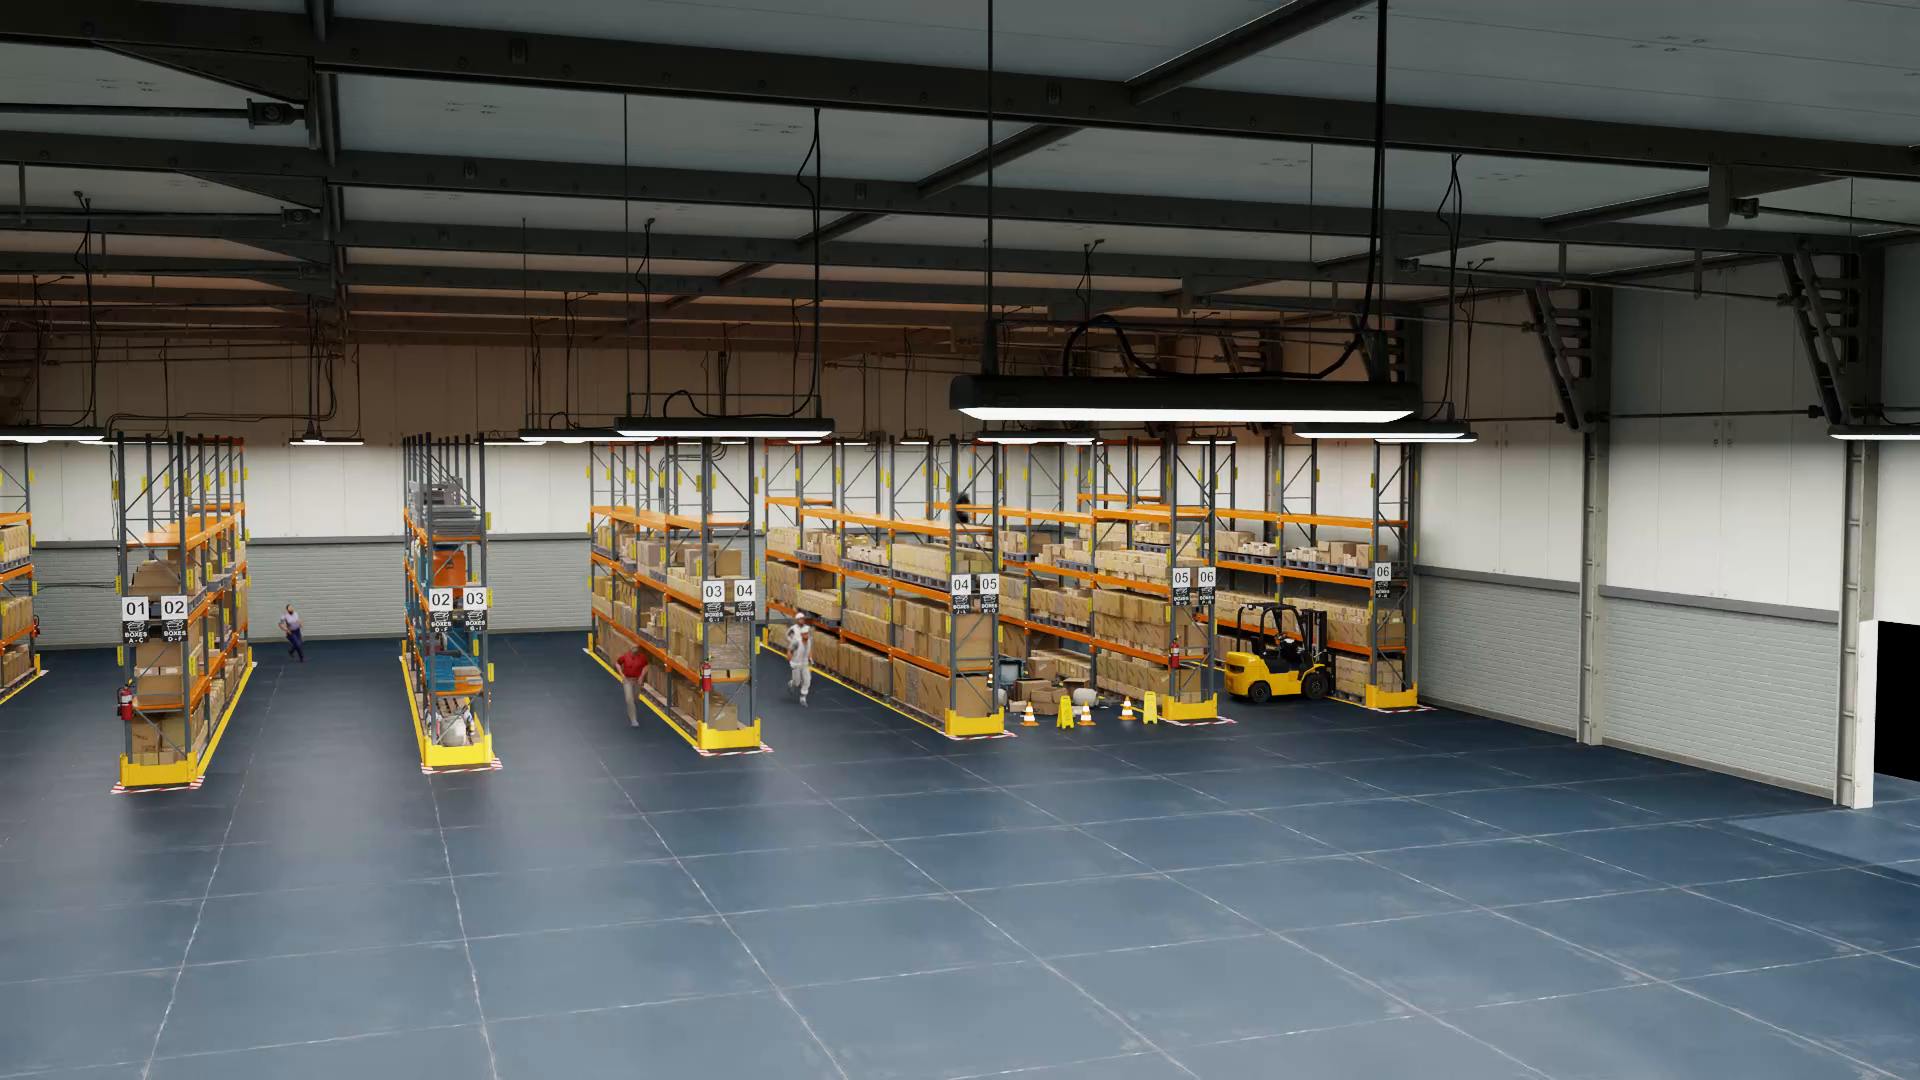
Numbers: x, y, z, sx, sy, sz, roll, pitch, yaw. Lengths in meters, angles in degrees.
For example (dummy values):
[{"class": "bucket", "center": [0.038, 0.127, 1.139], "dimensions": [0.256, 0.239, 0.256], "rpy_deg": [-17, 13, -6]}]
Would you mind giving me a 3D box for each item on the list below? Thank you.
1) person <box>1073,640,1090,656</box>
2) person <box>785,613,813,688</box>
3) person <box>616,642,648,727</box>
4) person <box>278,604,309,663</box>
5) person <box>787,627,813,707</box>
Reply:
[{"class": "person", "center": [3.204, 2.403, 44.391], "dimensions": [0.718, 1.737, 0.577], "rpy_deg": [-1, 3, -20]}, {"class": "person", "center": [-3.854, 2.638, 40.045], "dimensions": [0.662, 1.770, 0.868], "rpy_deg": [-1, 3, -23]}, {"class": "person", "center": [-6.804, 2.953, 34.513], "dimensions": [0.668, 1.721, 0.983], "rpy_deg": [-1, 3, -19]}, {"class": "person", "center": [-17.843, 2.493, 44.324], "dimensions": [0.792, 1.591, 0.663], "rpy_deg": [2, 4, 29]}, {"class": "person", "center": [-3.578, 2.813, 37.106], "dimensions": [0.662, 1.759, 0.895], "rpy_deg": [-2, 4, -33]}]
